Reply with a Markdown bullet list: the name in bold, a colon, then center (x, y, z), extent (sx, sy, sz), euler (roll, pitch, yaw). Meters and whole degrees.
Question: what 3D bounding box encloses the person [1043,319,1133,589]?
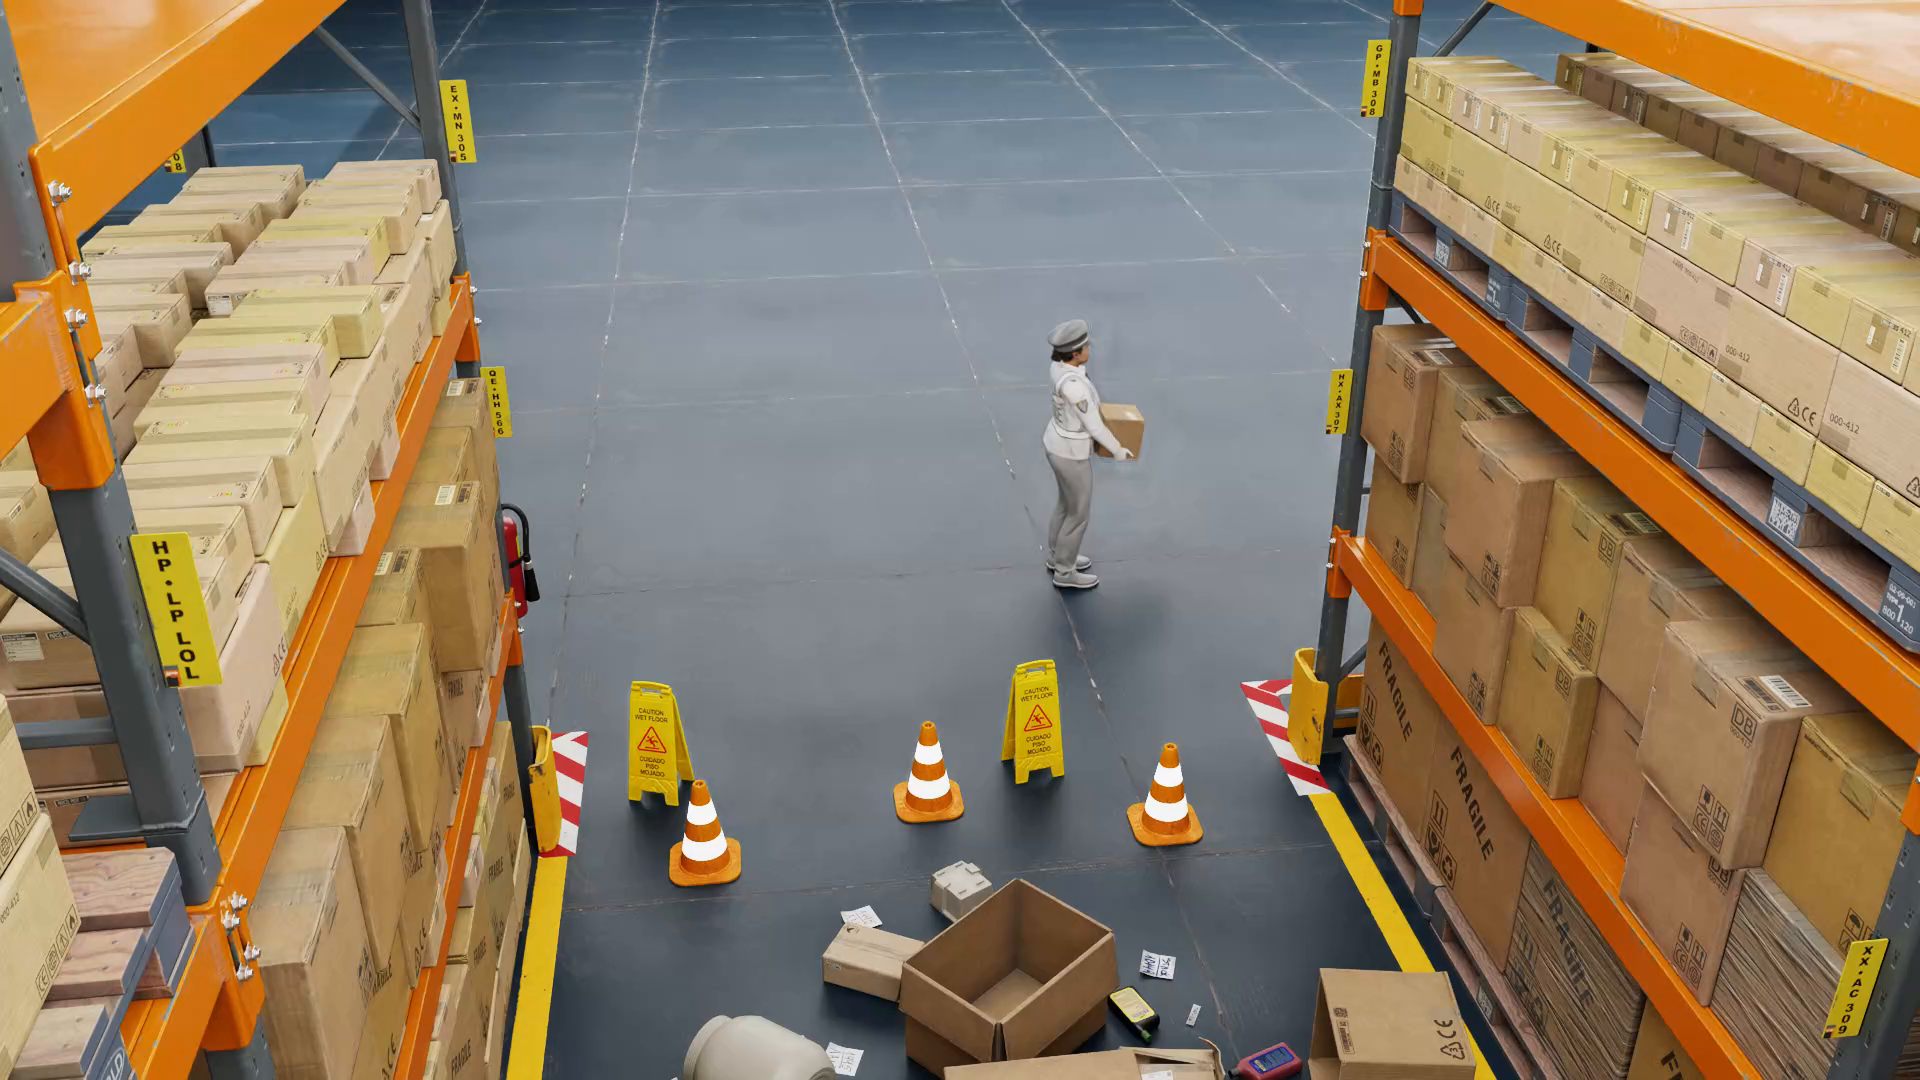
- **person**: center (0.766, -0.527, 10.090), extent (0.515, 1.691, 0.434), euler (-4, 28, -8)
